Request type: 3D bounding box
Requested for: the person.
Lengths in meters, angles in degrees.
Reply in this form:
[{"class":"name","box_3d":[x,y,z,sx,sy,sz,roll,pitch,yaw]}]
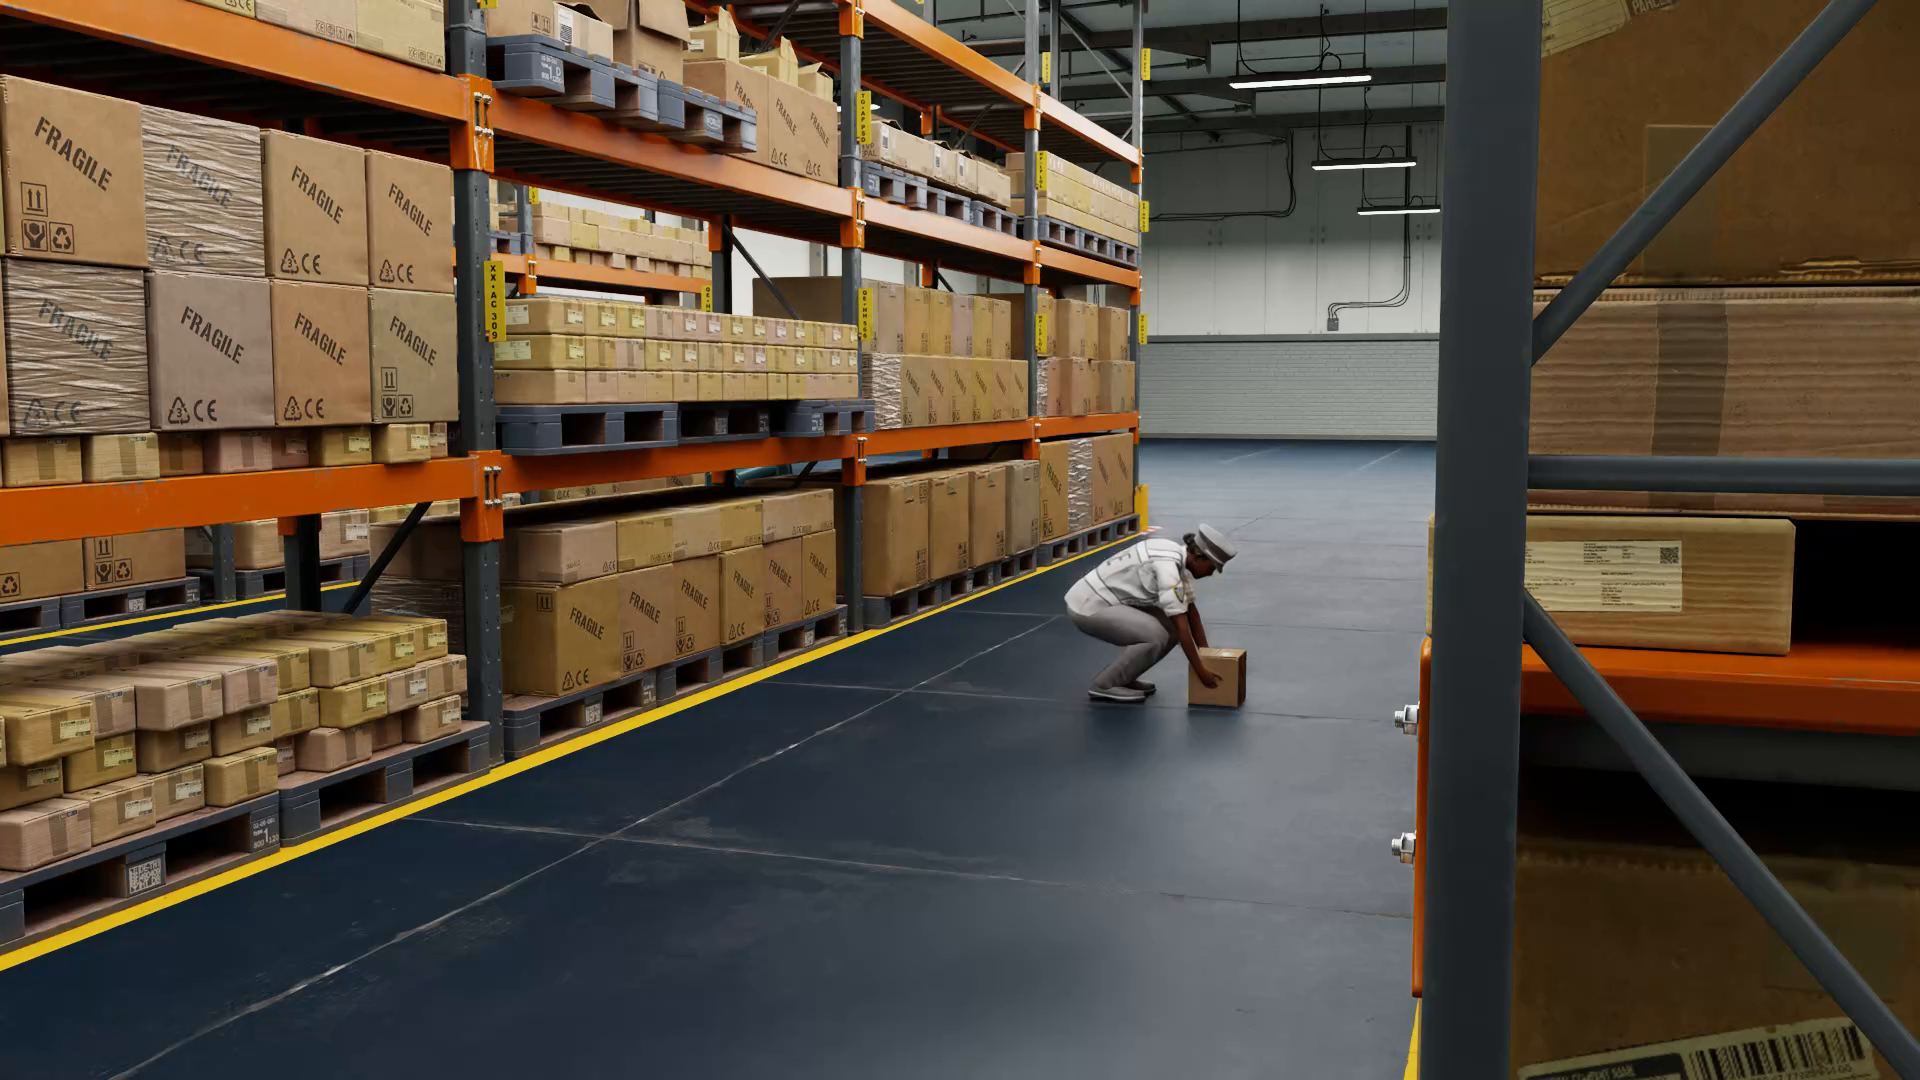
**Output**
[{"class":"person","box_3d":[0.976,0.364,8.505,0.866,0.899,0.481,2,6,18]}]
